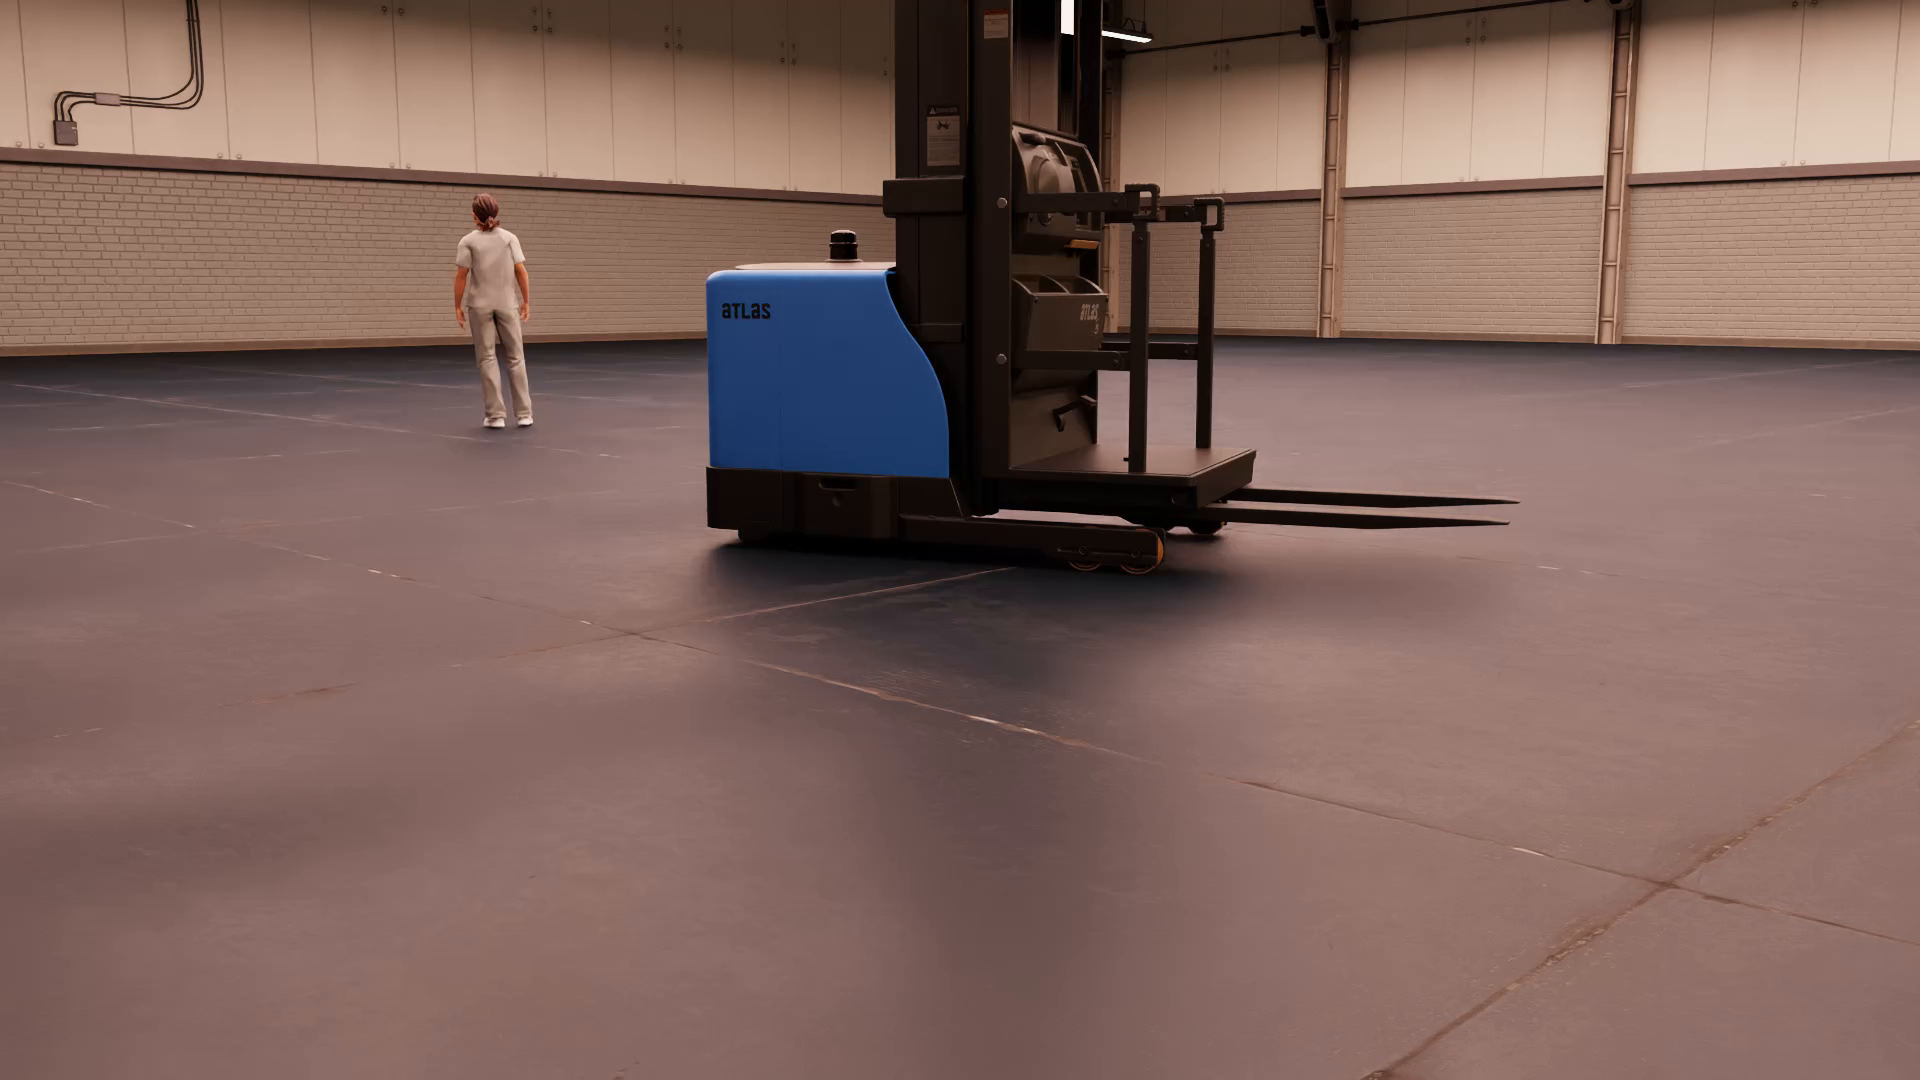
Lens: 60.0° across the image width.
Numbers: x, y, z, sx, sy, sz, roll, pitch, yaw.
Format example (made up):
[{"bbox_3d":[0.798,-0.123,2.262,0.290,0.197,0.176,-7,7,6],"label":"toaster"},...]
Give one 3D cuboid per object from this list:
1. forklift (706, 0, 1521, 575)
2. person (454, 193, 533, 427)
[{"bbox_3d":[0.565,-1.416,6.275,3.031,2.935,1.130,3,9,22],"label":"forklift"},{"bbox_3d":[-3.383,-1.652,12.053,0.550,1.662,0.549,-3,9,-21],"label":"person"}]
